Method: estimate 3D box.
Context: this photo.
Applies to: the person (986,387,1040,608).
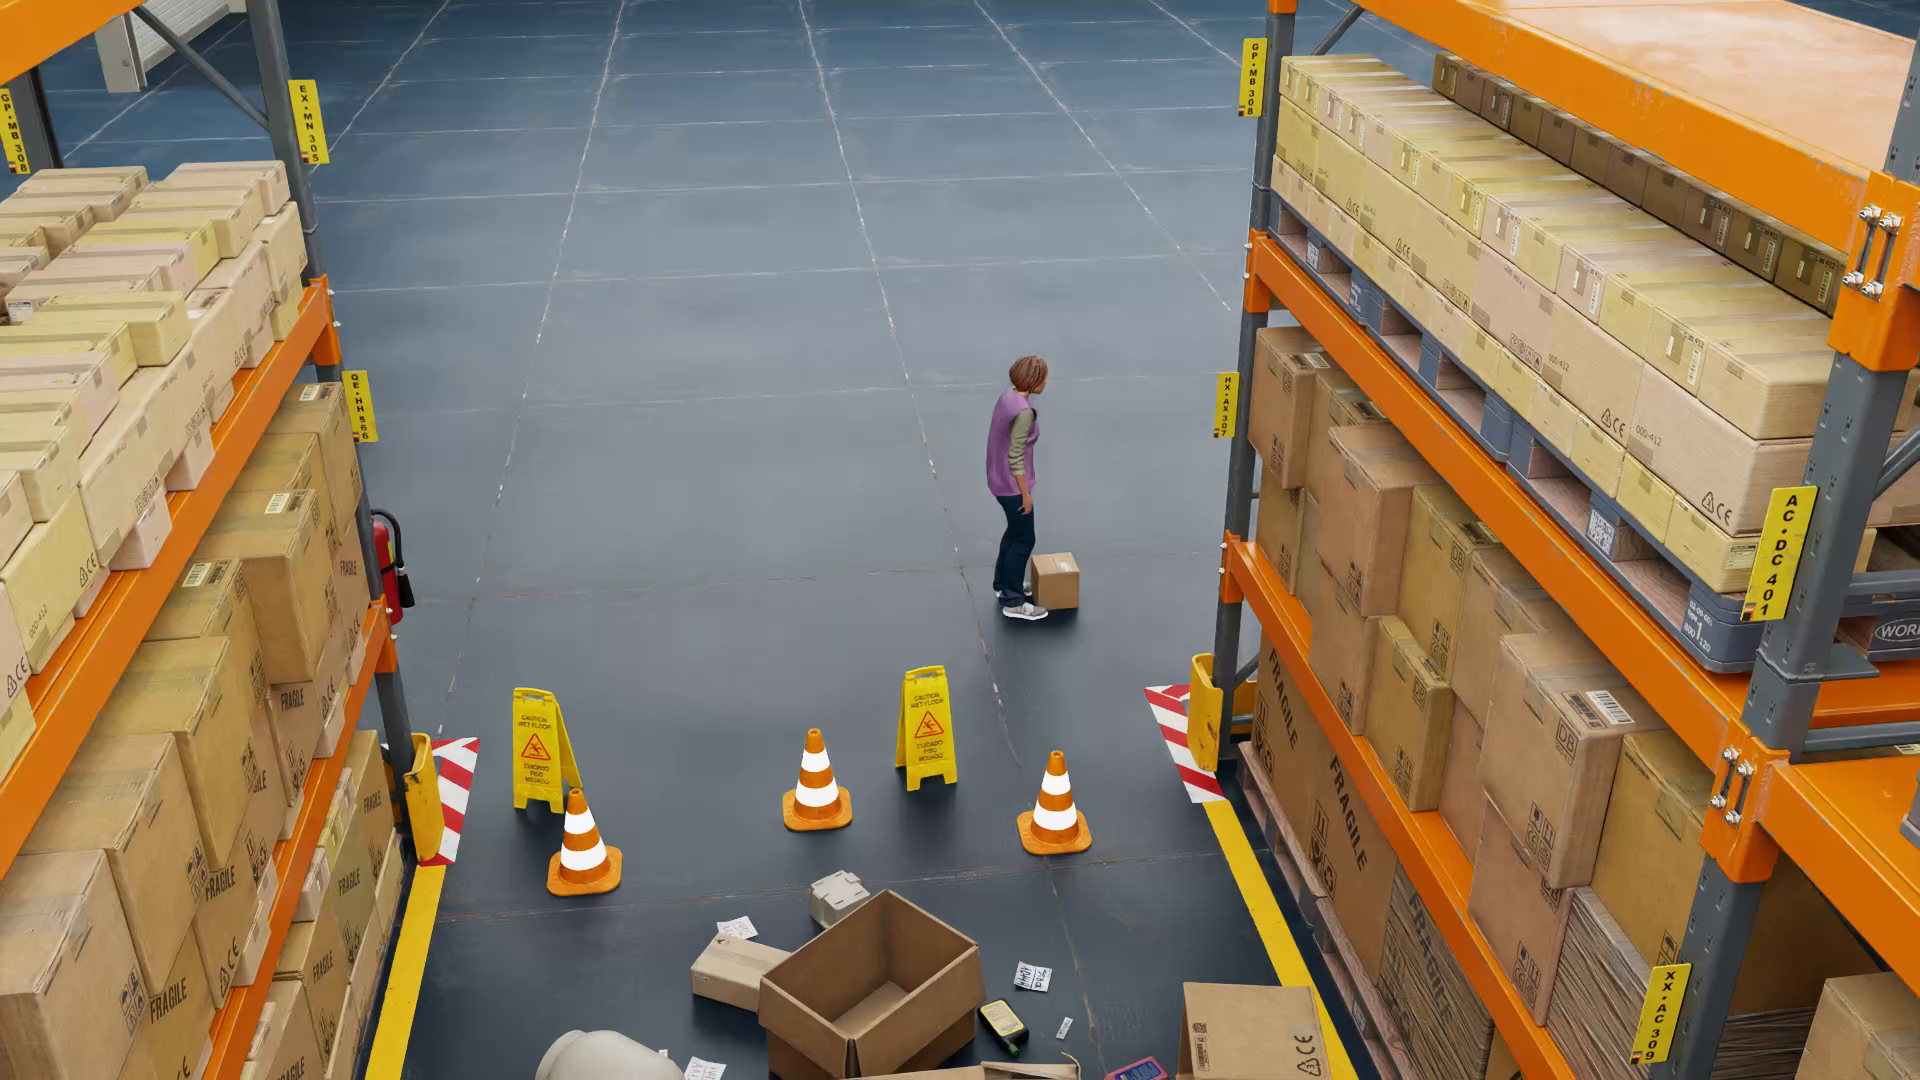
[{"bbox_3d":[0.304,-0.261,9.741,0.290,1.327,0.457,-4,28,-7],"label":"person"}]
